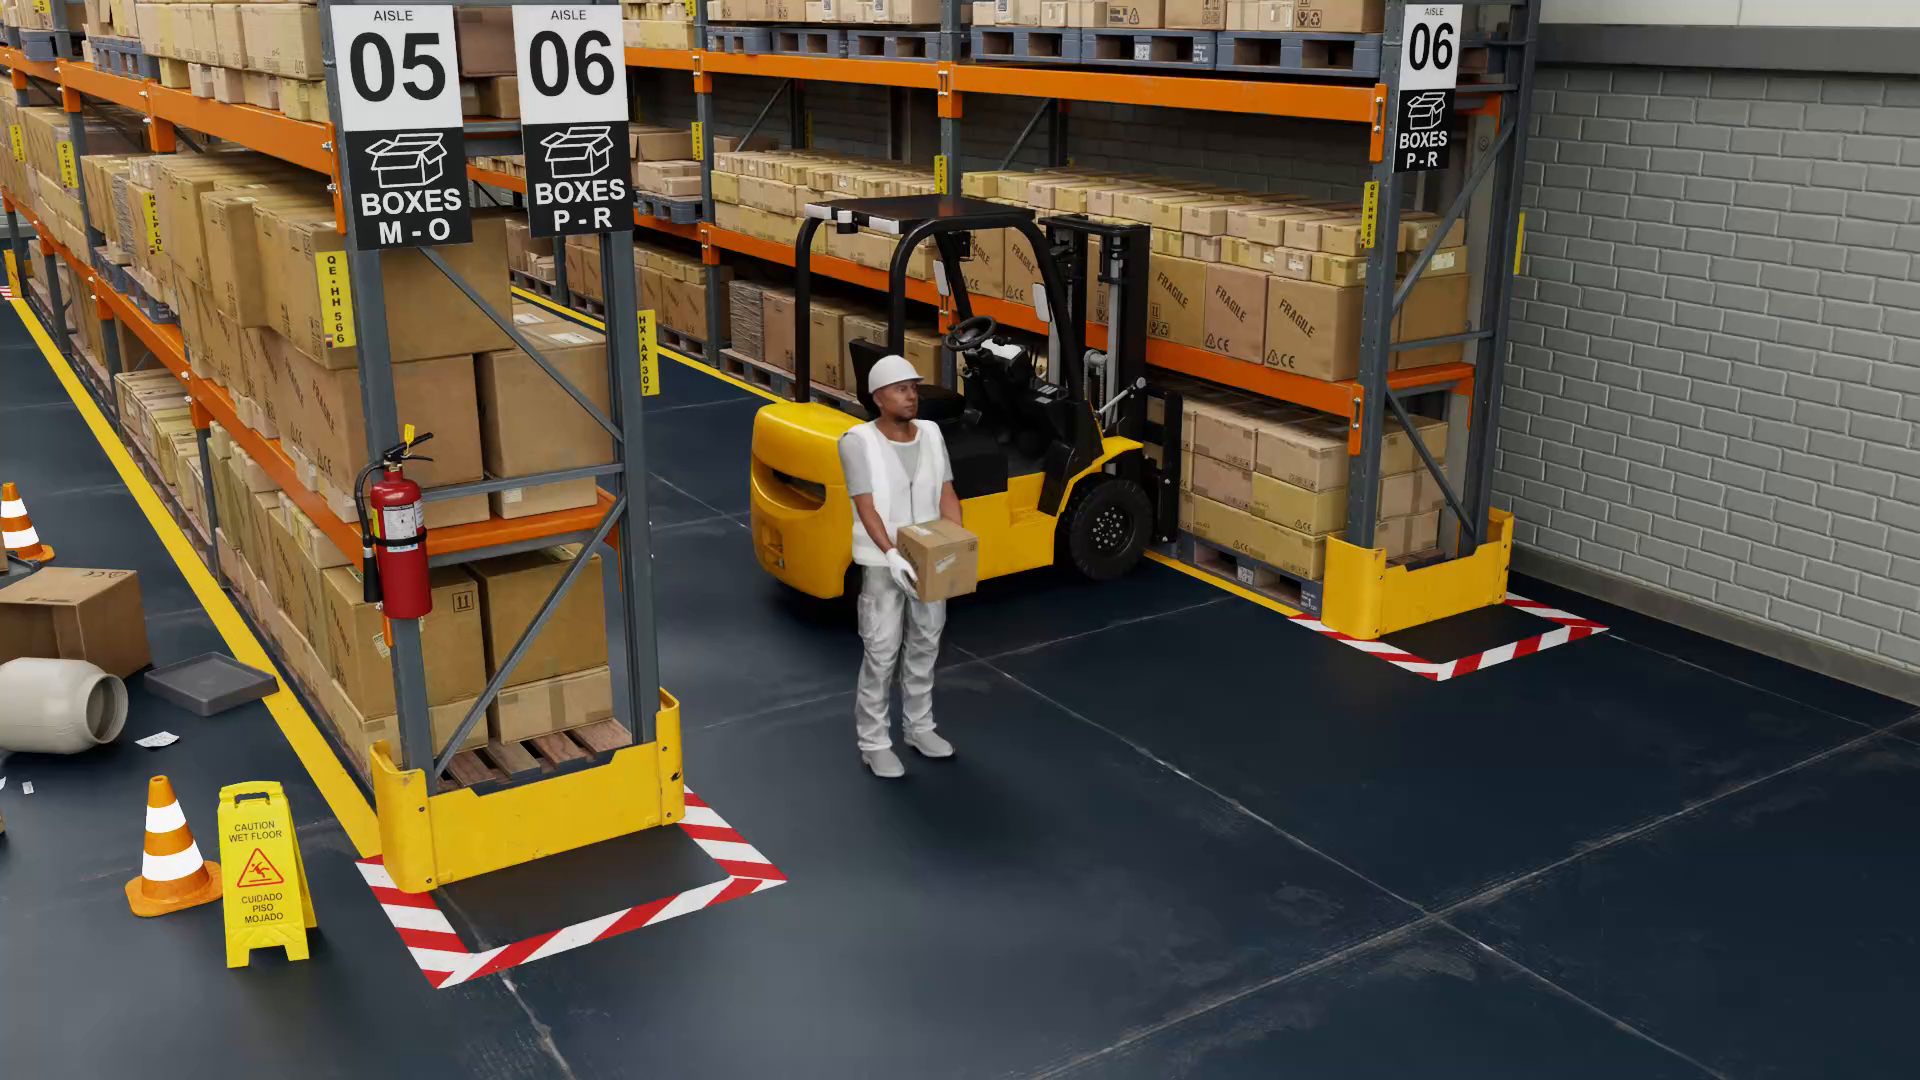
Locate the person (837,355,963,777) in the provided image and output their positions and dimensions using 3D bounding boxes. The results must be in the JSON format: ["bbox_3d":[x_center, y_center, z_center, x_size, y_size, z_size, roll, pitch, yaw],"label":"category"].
[{"bbox_3d":[-0.211,0.113,7.165,0.510,1.788,0.557,-11,21,-32],"label":"person"}]
